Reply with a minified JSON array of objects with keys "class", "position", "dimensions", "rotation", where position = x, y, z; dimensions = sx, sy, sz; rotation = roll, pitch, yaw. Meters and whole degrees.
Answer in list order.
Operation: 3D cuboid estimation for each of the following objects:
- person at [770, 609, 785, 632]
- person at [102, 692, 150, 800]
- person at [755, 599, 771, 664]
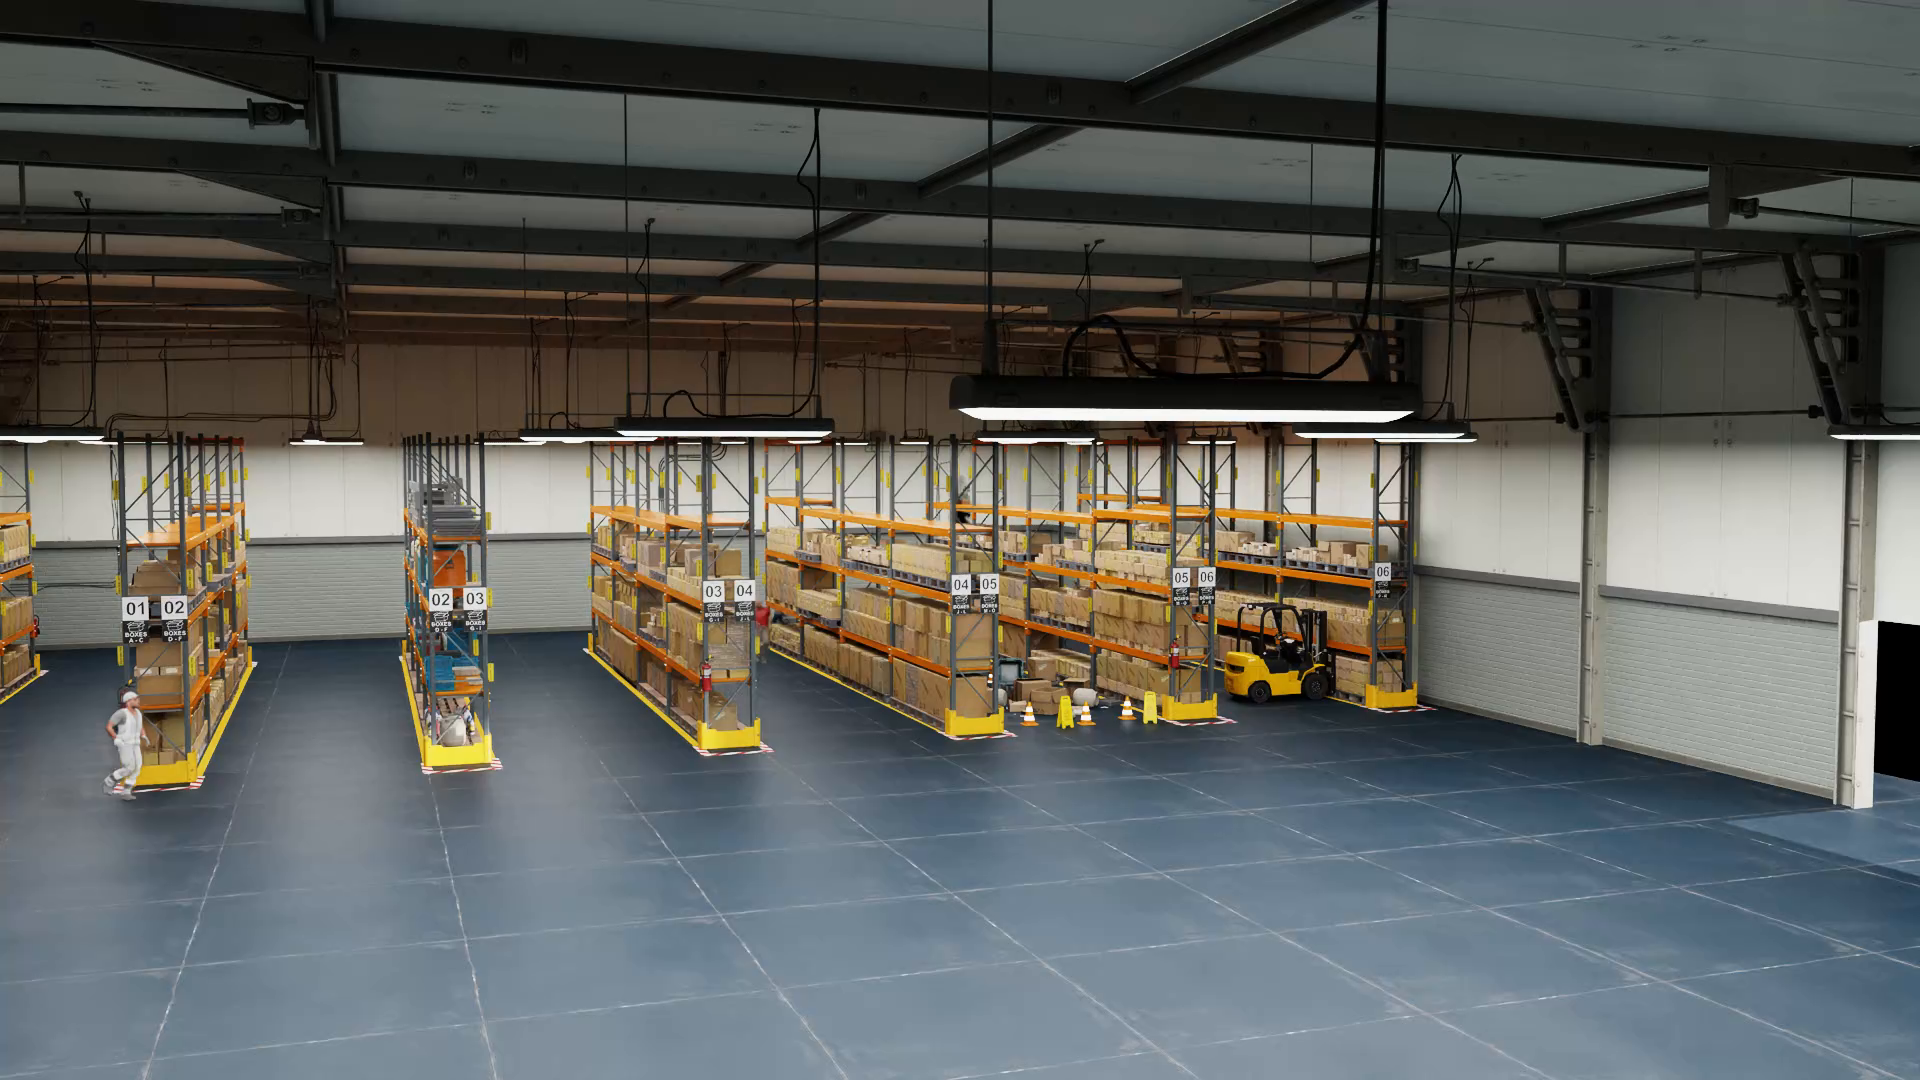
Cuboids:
[{"class":"person","position":[-5.437,2.180,49.743],"dimensions":[0.792,1.550,0.682],"rotation":[0,3,-6]},{"class":"person","position":[-13.592,3.351,27.194],"dimensions":[0.526,1.737,0.719],"rotation":[1,3,12]},{"class":"person","position":[-5.310,2.472,44.217],"dimensions":[0.665,1.696,0.723],"rotation":[-1,3,-17]}]
